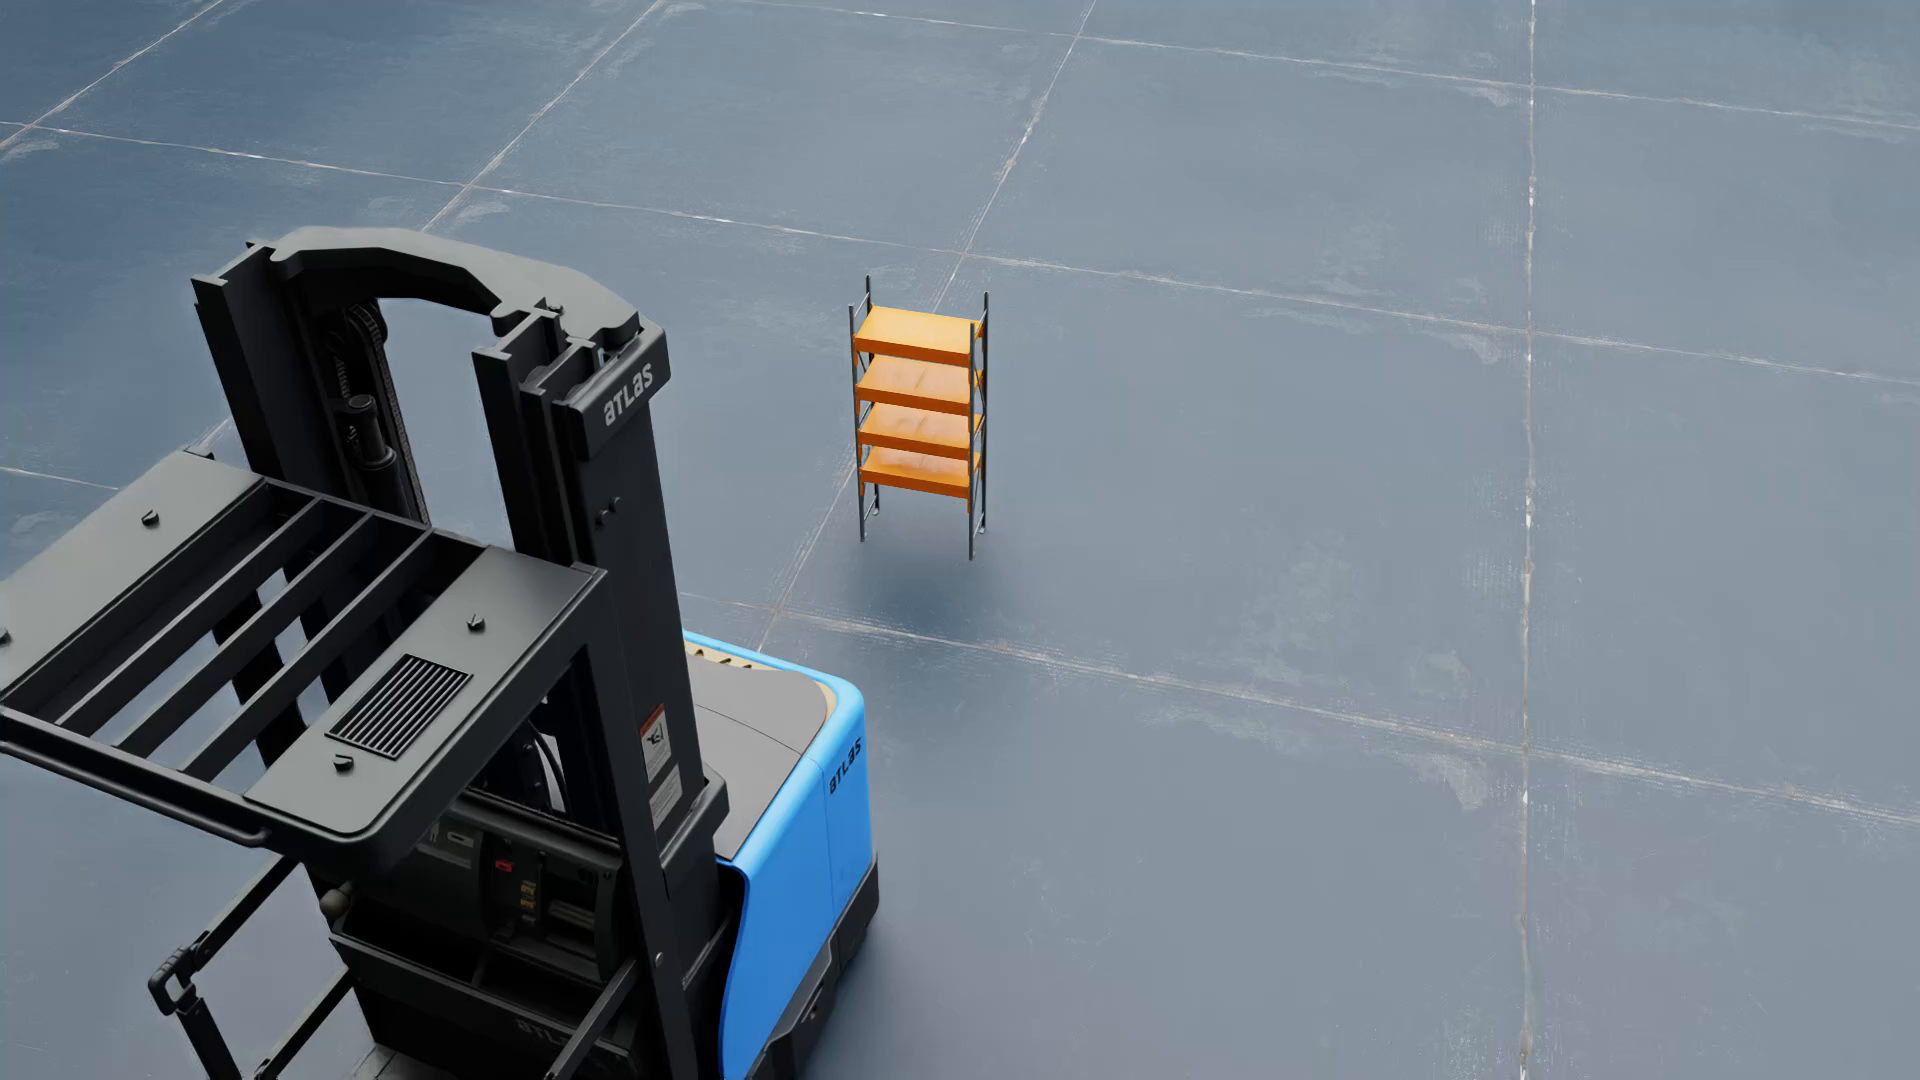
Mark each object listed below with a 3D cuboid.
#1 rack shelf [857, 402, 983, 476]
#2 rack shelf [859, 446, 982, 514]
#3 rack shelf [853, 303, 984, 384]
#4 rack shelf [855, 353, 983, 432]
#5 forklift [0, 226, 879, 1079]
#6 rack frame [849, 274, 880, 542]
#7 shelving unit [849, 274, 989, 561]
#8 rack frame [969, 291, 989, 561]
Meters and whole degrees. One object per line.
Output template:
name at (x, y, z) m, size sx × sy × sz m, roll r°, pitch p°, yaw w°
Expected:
rack shelf at (-0.160, -0.435, 6.940) m, size 0.480 × 0.148 × 0.258 m, roll 10°, pitch 41°, yaw 11°
rack shelf at (-0.160, -0.283, 7.068) m, size 0.480 × 0.148 × 0.258 m, roll 10°, pitch 41°, yaw 11°
rack shelf at (-0.160, -0.788, 6.644) m, size 0.480 × 0.148 × 0.258 m, roll 10°, pitch 41°, yaw 11°
rack shelf at (-0.160, -0.607, 6.796) m, size 0.480 × 0.148 × 0.258 m, roll 10°, pitch 41°, yaw 11°
forklift at (-1.318, 0.891, 3.910) m, size 1.130 × 2.935 × 3.031 m, roll 15°, pitch 42°, yaw 17°
rack frame at (-0.396, -0.528, 6.945) m, size 0.015 × 1.200 × 0.240 m, roll 10°, pitch 41°, yaw 11°
shelving unit at (-0.160, -0.487, 6.897) m, size 0.503 × 1.200 × 0.258 m, roll 10°, pitch 41°, yaw 11°
rack frame at (0.076, -0.446, 6.849) m, size 0.015 × 1.200 × 0.240 m, roll 10°, pitch 41°, yaw 11°
